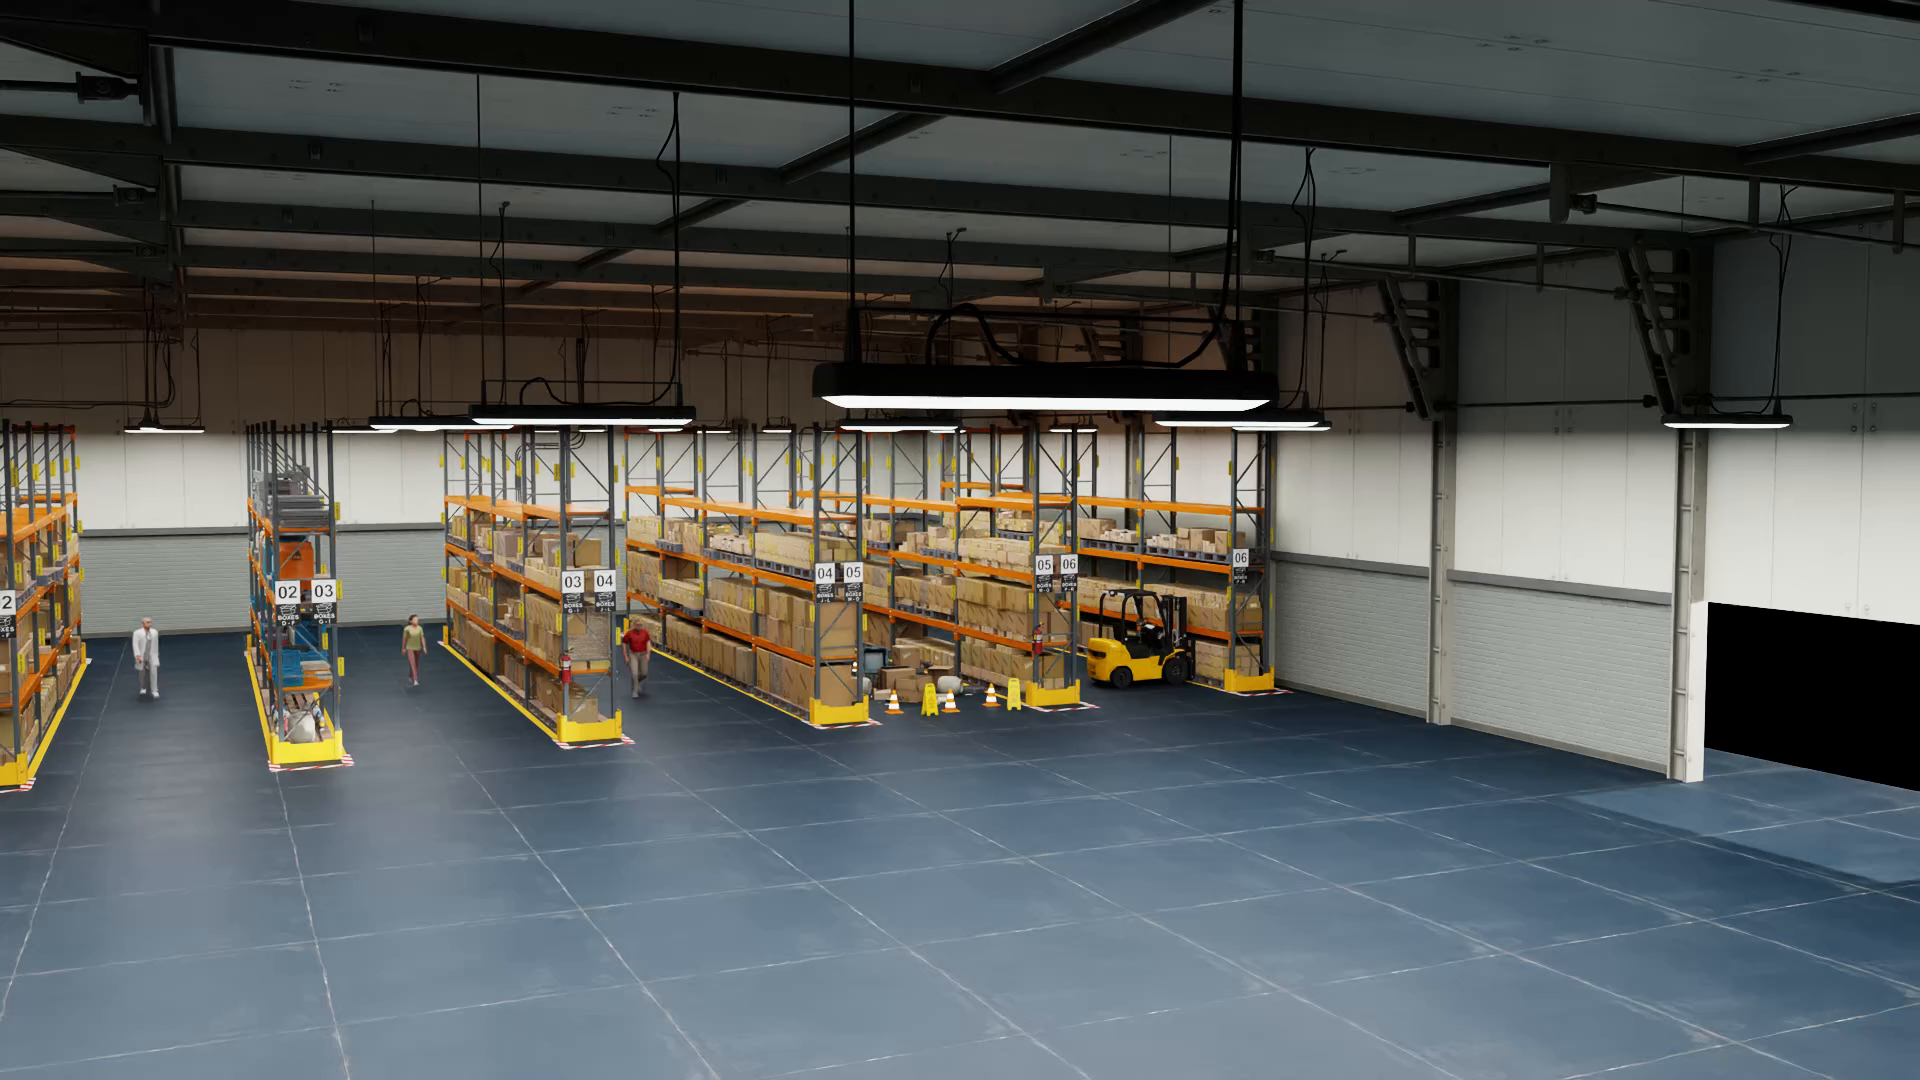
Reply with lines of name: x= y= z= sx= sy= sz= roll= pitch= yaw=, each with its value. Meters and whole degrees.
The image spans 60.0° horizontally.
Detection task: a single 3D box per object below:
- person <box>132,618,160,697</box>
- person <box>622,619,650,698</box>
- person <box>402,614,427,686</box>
person: x=-17.801 y=2.557 z=36.364 sx=0.541 sy=1.715 sz=1.128 roll=-2 pitch=4 yaw=-29
person: x=-7.161 y=2.585 z=36.719 sx=0.624 sy=1.712 sz=0.659 roll=-2 pitch=4 yaw=-30
person: x=-12.555 y=2.513 z=38.269 sx=0.498 sy=1.603 sz=1.084 roll=-3 pitch=4 yaw=-35
